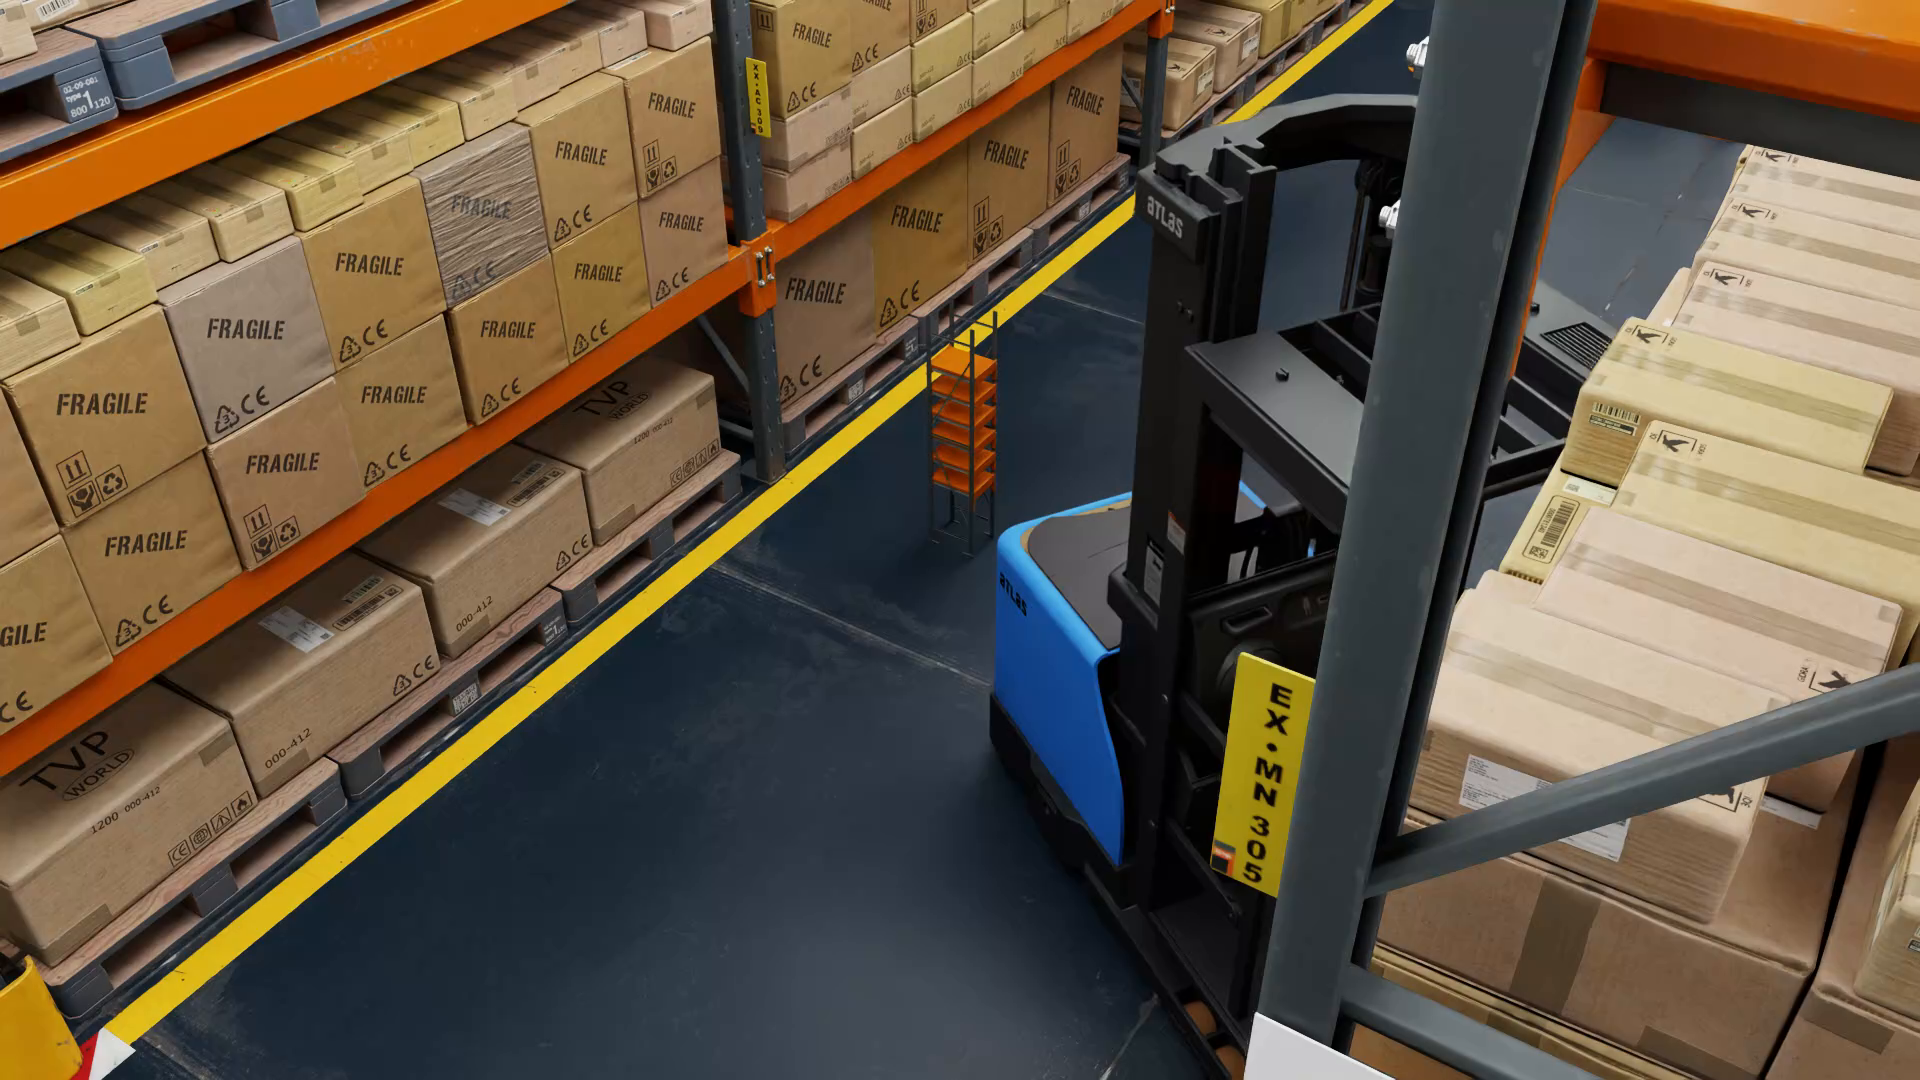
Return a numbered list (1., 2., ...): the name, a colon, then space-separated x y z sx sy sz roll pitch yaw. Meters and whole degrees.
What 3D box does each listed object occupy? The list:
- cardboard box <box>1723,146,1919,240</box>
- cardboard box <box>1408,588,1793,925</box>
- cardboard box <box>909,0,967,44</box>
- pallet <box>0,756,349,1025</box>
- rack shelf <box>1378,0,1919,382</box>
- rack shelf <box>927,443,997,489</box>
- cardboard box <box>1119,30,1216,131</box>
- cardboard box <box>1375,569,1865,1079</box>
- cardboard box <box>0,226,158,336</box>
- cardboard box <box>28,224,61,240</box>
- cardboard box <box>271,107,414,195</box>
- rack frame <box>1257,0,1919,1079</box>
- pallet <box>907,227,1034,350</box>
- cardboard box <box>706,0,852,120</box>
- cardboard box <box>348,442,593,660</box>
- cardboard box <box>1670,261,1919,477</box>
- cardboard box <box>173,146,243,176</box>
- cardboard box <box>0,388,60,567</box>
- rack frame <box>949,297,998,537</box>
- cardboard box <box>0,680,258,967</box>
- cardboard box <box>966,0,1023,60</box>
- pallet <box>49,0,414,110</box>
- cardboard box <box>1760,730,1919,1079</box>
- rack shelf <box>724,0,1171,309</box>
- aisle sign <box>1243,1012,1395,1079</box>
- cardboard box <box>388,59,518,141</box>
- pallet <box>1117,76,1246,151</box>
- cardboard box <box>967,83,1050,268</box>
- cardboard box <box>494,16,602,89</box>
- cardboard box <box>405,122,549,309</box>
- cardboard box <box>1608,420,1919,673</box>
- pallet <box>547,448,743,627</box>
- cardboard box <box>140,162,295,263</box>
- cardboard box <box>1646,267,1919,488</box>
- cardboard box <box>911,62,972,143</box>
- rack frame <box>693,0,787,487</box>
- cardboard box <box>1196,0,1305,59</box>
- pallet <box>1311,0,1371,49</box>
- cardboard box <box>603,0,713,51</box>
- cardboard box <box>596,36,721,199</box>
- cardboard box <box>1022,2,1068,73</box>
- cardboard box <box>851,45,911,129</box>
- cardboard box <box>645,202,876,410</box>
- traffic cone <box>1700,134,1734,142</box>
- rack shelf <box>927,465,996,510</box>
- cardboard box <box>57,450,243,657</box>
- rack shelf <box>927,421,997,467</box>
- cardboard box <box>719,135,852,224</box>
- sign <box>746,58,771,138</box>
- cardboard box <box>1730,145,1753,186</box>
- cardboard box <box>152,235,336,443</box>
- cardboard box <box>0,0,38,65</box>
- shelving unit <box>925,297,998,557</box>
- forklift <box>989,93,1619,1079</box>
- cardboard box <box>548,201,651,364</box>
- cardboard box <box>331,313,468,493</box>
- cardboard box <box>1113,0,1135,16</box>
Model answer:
1. cardboard box: 1.558 -0.548 2.934 0.380 0.149 0.250 20 42 24
2. cardboard box: 0.715 0.238 1.914 0.380 0.149 0.250 21 42 25
3. cardboard box: -0.307 -2.737 7.942 0.500 0.500 0.500 20 42 24
4. pallet: -3.086 1.089 6.164 1.003 0.211 1.213 21 42 25
5. rack shelf: 1.857 -1.131 2.438 1.077 0.370 4.000 21 42 25
6. rack shelf: 0.008 -0.352 7.494 0.258 0.103 0.180 21 42 25
7. cardboard box: 1.149 -3.115 11.142 0.950 0.372 0.625 18 41 22
8. cardboard box: 0.817 0.343 2.105 0.500 0.250 0.500 20 42 24
9. cardboard box: -2.582 -0.759 4.845 0.380 0.149 0.250 20 42 24
10. cardboard box: -2.873 -1.047 5.220 0.380 0.149 0.250 21 42 25
11. cardboard box: -2.059 -1.299 5.546 0.380 0.149 0.250 21 42 25
12. rack frame: 0.785 -0.386 0.880 1.000 3.000 0.127 21 42 25
13. pallet: -0.303 -1.589 9.638 1.003 0.211 1.213 21 42 25
14. cardboard box: -0.827 -2.208 7.256 0.500 0.500 0.500 22 43 26
15. cardboard box: -2.211 -0.041 7.100 0.875 0.438 0.875 20 42 24
16. cardboard box: 1.304 -0.272 2.576 0.380 0.149 0.250 20 42 24
17. cardboard box: -2.631 -1.325 5.580 0.380 0.149 0.250 23 43 26
18. cardboard box: -2.951 -0.167 4.609 0.500 0.500 0.500 20 42 24
19. rack frame: 0.057 -0.530 7.455 0.240 1.200 0.006 21 42 25
20. cardboard box: -3.179 0.898 5.882 0.875 0.438 0.875 20 42 24
21. cardboard box: -0.014 -2.703 8.513 0.500 0.250 0.500 20 42 24
22. pallet: -2.407 -1.747 5.176 1.003 0.211 1.213 21 42 25
23. cardboard box: 1.245 0.517 1.879 0.500 0.250 0.500 22 43 26
24. rack shelf: -0.234 -2.385 8.977 1.077 0.370 4.000 21 42 25
25. aisle sign: 0.493 0.900 1.997 0.394 0.787 0.004 21 42 25
26. cardboard box: -1.801 -1.566 5.892 0.380 0.149 0.250 21 42 25
27. pallet: 1.258 -2.999 11.468 1.003 0.211 1.213 21 42 25
28. cardboard box: -0.084 -2.239 9.594 0.875 0.875 0.875 22 43 26
29. cardboard box: -1.576 -1.843 6.252 0.380 0.149 0.250 21 42 25
30. cardboard box: -1.869 -1.217 5.971 0.500 0.500 0.500 22 43 26
31. cardboard box: 1.067 0.010 2.210 0.380 0.149 0.250 20 42 24
32. pallet: -1.779 -0.168 7.796 1.003 0.211 1.213 21 42 25
33. cardboard box: -2.317 -1.026 5.192 0.380 0.149 0.250 22 43 26
34. cardboard box: 1.367 -0.185 2.789 0.500 0.250 0.500 22 43 26
35. cardboard box: -0.283 -2.247 8.330 0.500 0.250 0.500 21 42 25
36. rack frame: -1.305 -1.639 7.420 1.000 3.000 0.127 21 42 25
37. cardboard box: 1.948 -3.887 12.144 0.950 0.372 0.625 23 43 27
38. pallet: 2.565 -4.257 13.100 1.003 0.211 1.213 21 42 25
39. cardboard box: -1.202 -2.069 6.545 0.380 0.149 0.250 20 42 24
40. cardboard box: -1.325 -1.741 6.651 0.500 0.500 0.500 21 42 25
41. cardboard box: 0.242 -2.773 9.014 0.500 0.250 0.500 21 42 25
42. cardboard box: -0.576 -2.190 7.848 0.500 0.250 0.500 22 43 26
43. cardboard box: -1.041 -1.310 8.389 0.875 0.875 0.875 23 43 26
44. traffic cone: 5.221 -2.994 11.255 0.336 0.463 0.334 21 42 25
45. rack shelf: 0.008 -0.257 7.567 0.258 0.103 0.180 21 42 25
46. cardboard box: -2.701 -0.040 5.263 0.500 0.500 0.500 21 42 25
47. rack shelf: 0.008 -0.447 7.420 0.258 0.103 0.180 21 42 25
48. cardboard box: -0.847 -1.720 7.648 0.500 0.250 0.500 20 42 24
49. sign: -0.836 -1.833 6.897 0.100 0.325 0.005 21 42 25
50. cardboard box: 1.916 -0.719 3.482 0.500 0.250 0.500 22 43 26
51. cardboard box: -2.411 -0.704 5.305 0.500 0.500 0.500 21 42 25
52. cardboard box: -2.671 -1.357 4.377 0.380 0.149 0.250 23 43 27
53. shelving unit: 0.008 -0.483 7.393 0.258 1.200 0.189 21 42 25
54. forklift: 1.202 0.339 4.910 1.130 2.935 3.031 -16 40 -20
55. cardboard box: -1.609 -1.089 6.624 0.500 0.500 0.500 20 42 24
56. cardboard box: -2.159 -0.560 5.938 0.500 0.500 0.500 23 43 27
57. cardboard box: 0.786 -3.296 9.692 0.500 0.250 0.500 20 42 24
